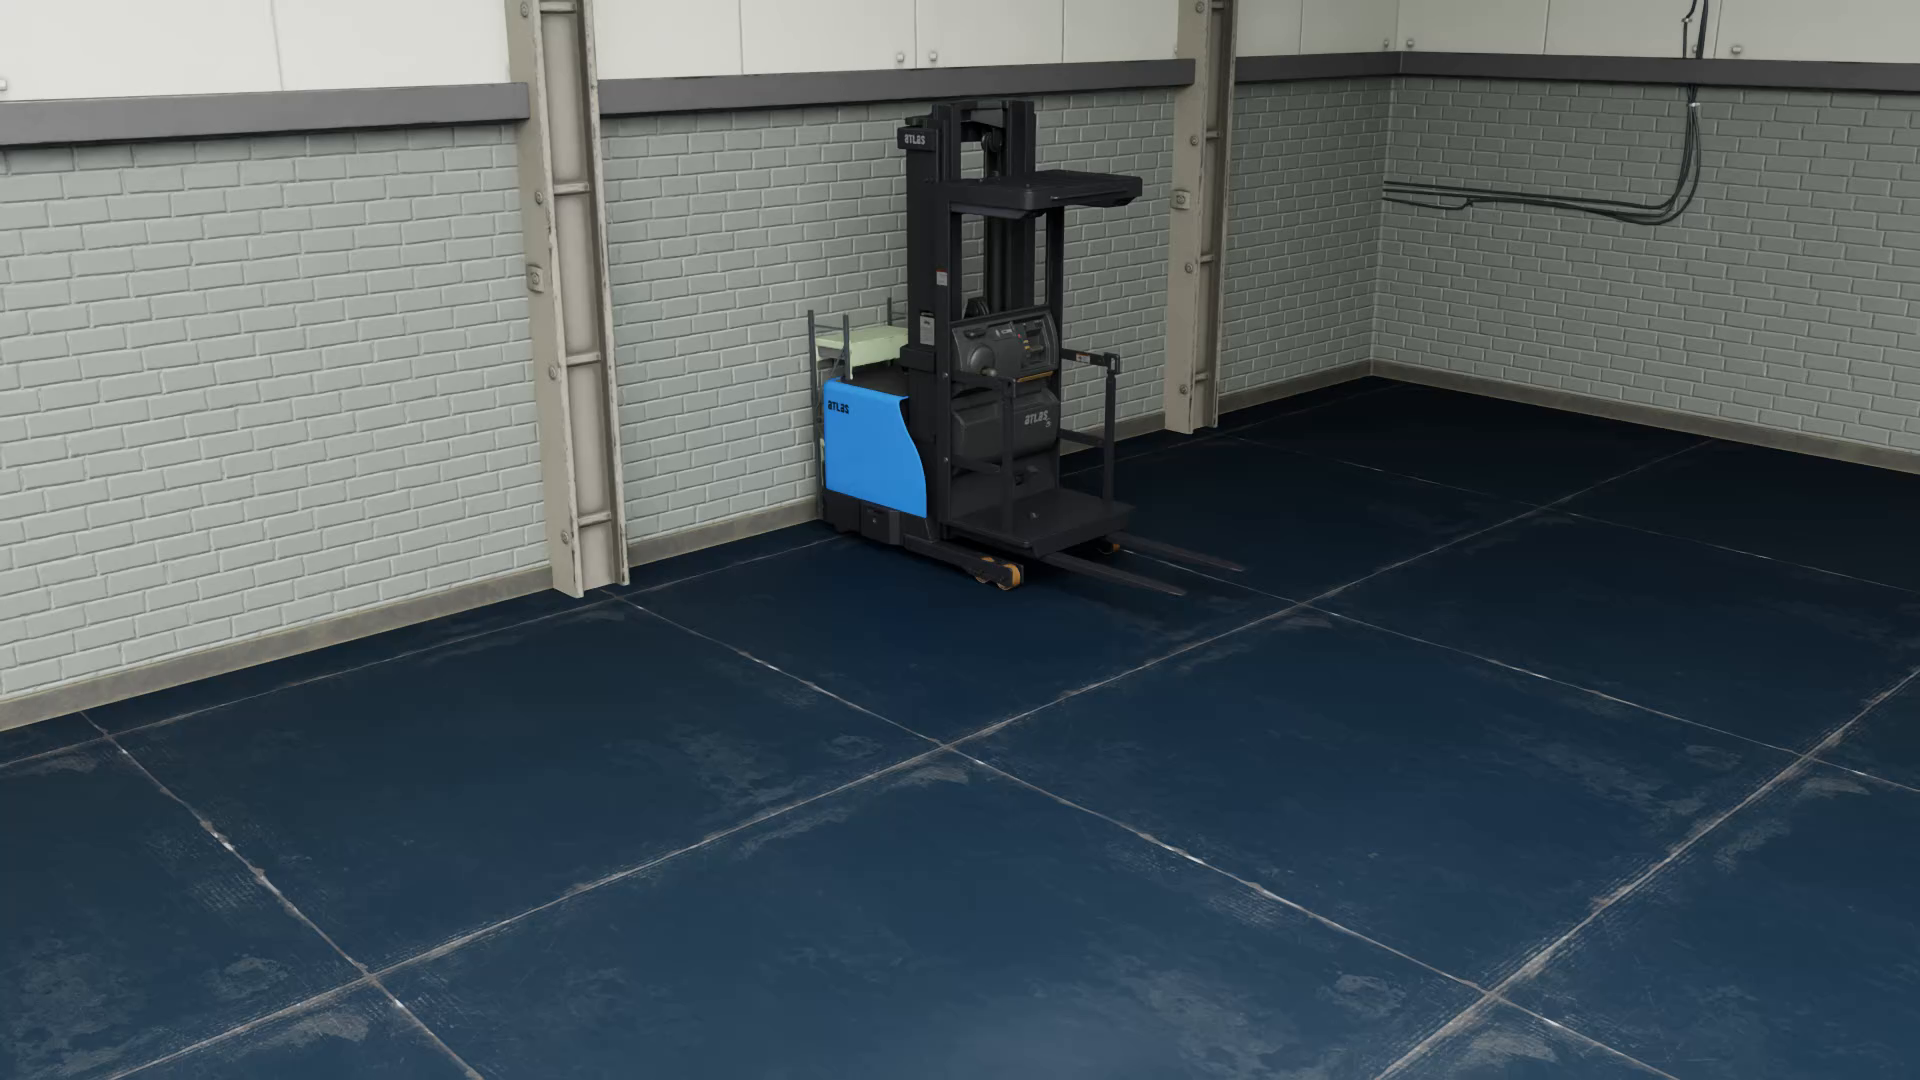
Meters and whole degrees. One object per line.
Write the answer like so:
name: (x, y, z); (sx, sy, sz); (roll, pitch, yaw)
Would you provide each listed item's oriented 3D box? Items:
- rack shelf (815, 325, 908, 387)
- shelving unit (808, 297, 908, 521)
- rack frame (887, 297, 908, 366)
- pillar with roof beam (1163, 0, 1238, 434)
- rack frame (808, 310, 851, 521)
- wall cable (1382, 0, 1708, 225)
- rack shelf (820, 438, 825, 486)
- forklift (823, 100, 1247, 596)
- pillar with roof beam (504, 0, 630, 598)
rack shelf: (-0.636, -1.289, 11.705); (0.431, 0.370, 0.720); (14, 23, 43)
shelving unit: (-0.626, -0.915, 11.815); (0.431, 1.500, 0.755); (14, 23, 43)
rack frame: (-0.368, -0.994, 12.062); (0.400, 1.500, 0.023); (14, 23, 43)
pillar with roof beam: (4.964, -4.300, 10.156); (0.400, 9.000, 9.100); (-16, 24, -41)
rack frame: (-0.884, -0.836, 11.568); (0.400, 1.500, 0.023); (14, 23, 43)
wall cable: (5.056, -4.116, 14.622); (0.112, 2.526, 3.097); (-16, 24, -41)
rack shelf: (-0.619, -0.602, 11.906); (0.431, 0.370, 0.720); (14, 23, 43)
forklift: (0.451, -1.258, 10.613); (3.031, 2.935, 1.130); (17, 24, 42)
pillar with roof beam: (0.605, -3.029, 6.235); (0.400, 9.000, 9.100); (-16, 24, -41)
